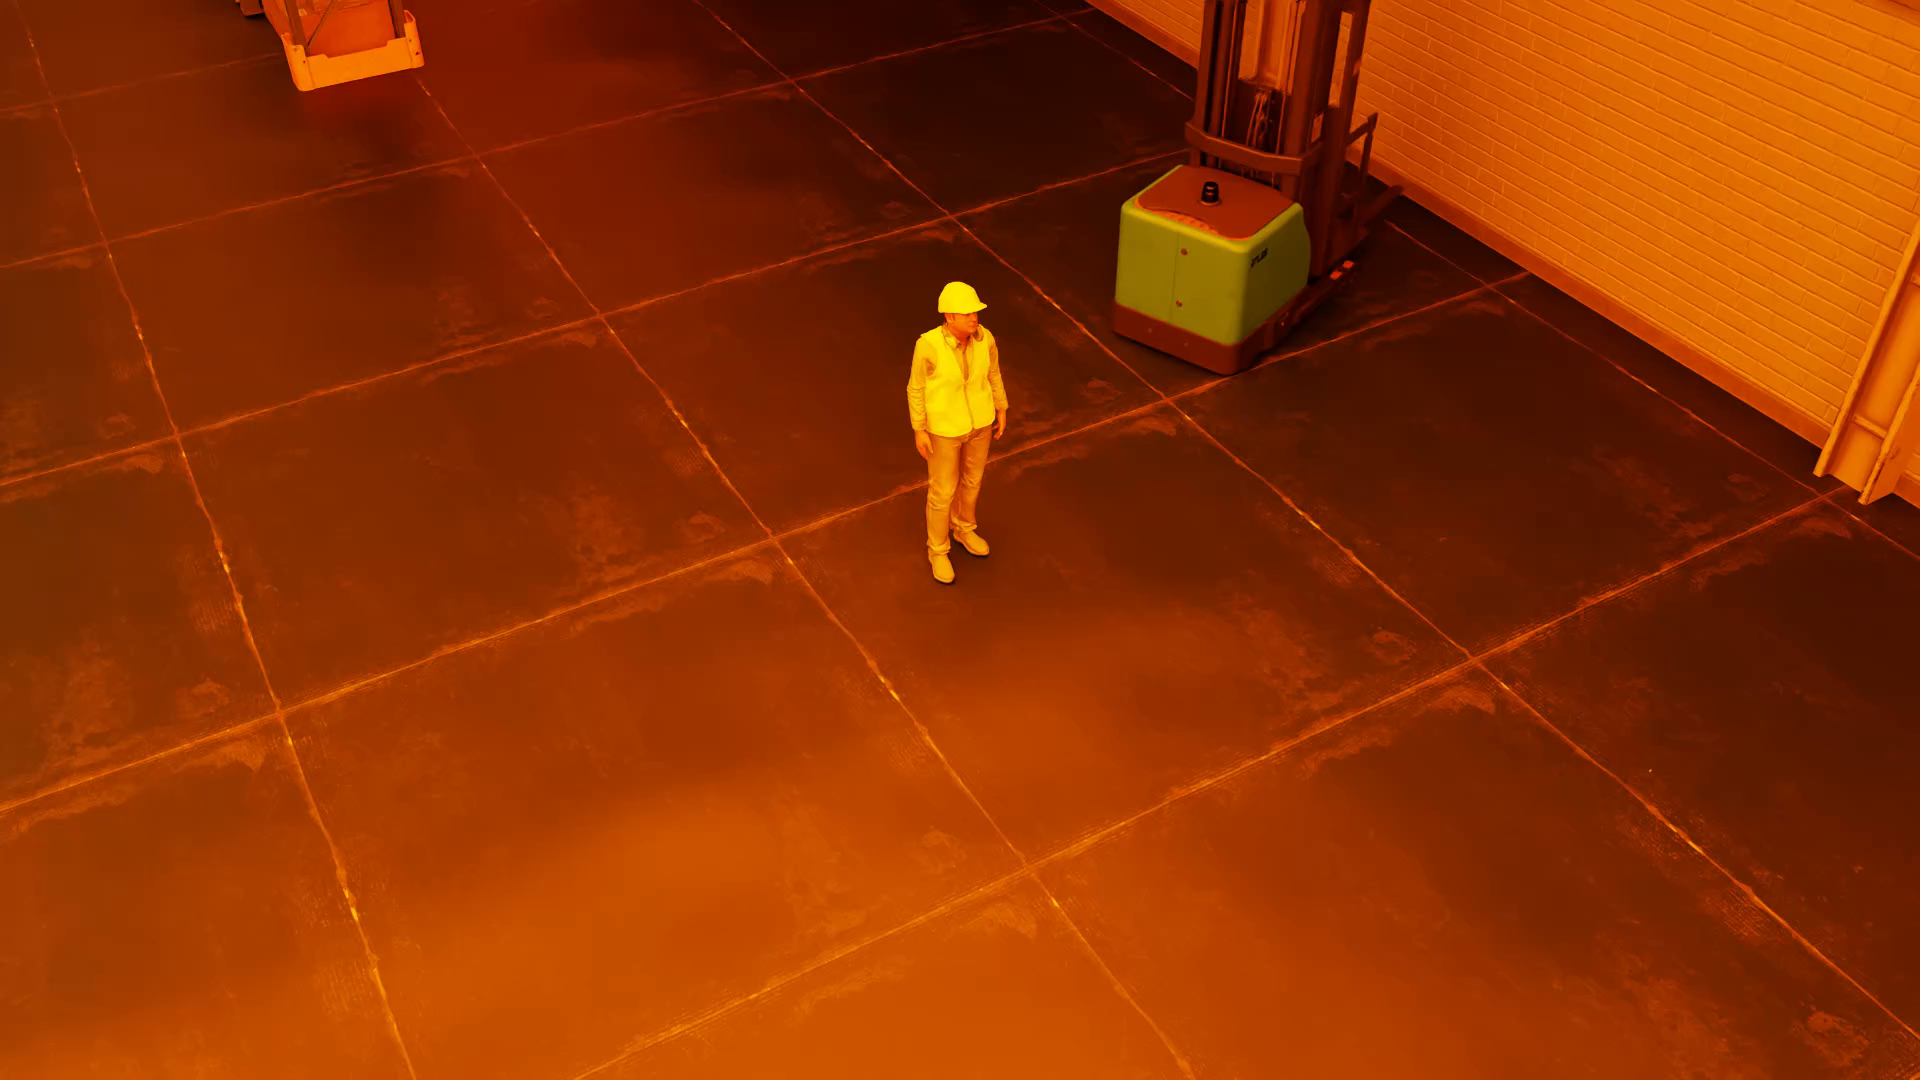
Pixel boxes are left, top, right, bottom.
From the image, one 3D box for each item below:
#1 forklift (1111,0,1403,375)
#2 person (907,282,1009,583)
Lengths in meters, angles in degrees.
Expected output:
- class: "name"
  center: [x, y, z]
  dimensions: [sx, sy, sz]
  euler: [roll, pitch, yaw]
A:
- class: "forklift"
  center: [2.392, -3.168, 11.856]
  dimensions: [1.130, 2.935, 3.031]
  euler: [26, 46, 28]
- class: "person"
  center: [0.025, -0.652, 9.716]
  dimensions: [0.634, 1.775, 0.566]
  euler: [-20, 44, -23]
